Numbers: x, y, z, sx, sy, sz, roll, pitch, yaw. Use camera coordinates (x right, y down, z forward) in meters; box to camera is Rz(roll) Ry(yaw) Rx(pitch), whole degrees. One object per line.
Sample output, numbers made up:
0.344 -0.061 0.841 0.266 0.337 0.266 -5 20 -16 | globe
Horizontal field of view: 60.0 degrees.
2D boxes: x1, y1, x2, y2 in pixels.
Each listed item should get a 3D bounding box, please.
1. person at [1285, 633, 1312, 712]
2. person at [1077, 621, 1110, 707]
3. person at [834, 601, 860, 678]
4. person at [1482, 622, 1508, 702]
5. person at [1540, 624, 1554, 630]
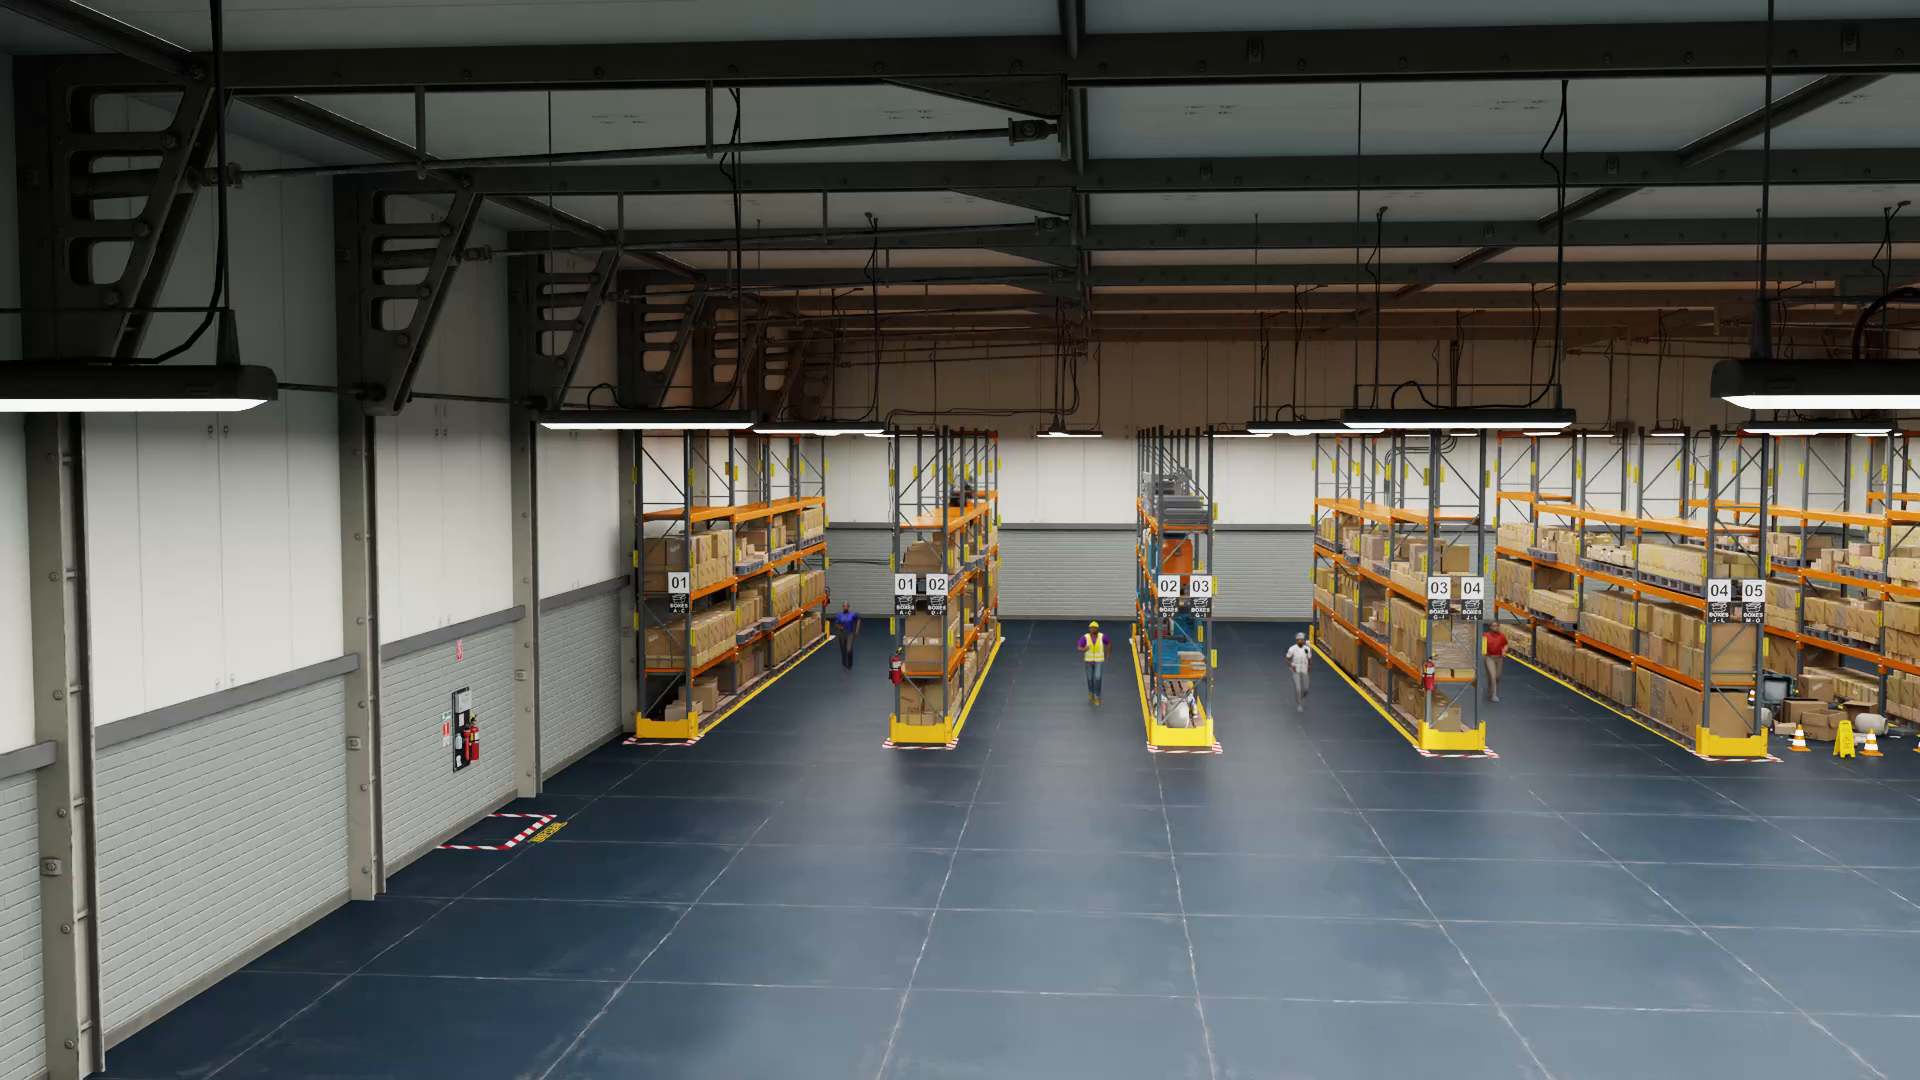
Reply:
7.173 2.784 35.181 0.584 1.672 0.537 0 3 -1 | person
2.887 2.669 35.990 0.689 1.839 0.808 1 3 9 | person
-2.637 2.313 38.752 0.584 1.766 0.700 0 3 0 | person
11.760 2.654 36.699 0.684 1.720 0.858 0 3 -4 | person
16.507 2.136 46.740 0.601 1.550 0.803 -3 4 -40 | person
